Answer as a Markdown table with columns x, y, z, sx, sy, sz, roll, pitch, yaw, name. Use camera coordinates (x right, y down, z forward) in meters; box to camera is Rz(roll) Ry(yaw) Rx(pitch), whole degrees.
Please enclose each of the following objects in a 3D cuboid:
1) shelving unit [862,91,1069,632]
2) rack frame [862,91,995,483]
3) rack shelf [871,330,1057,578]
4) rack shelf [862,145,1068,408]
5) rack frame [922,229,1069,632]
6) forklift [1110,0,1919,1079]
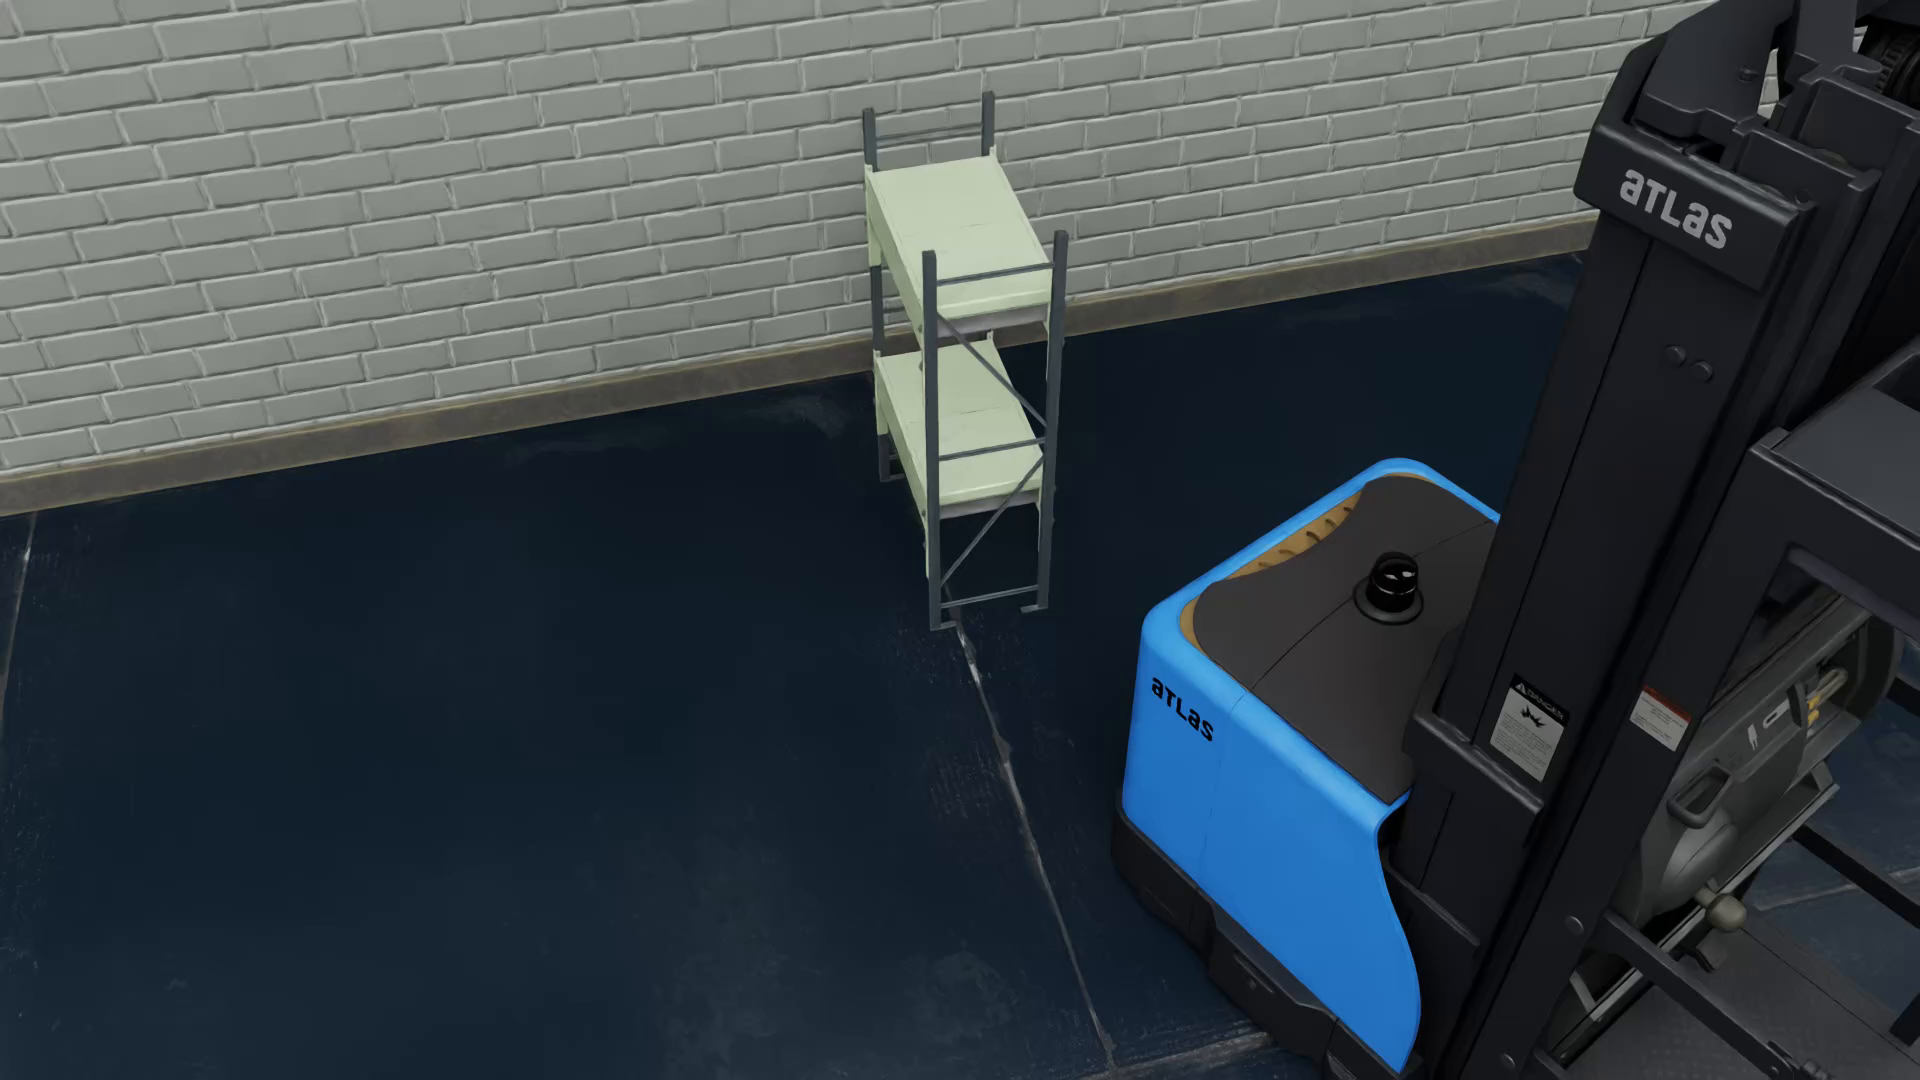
| x | y | z | sx | sy | sz | roll | pitch | yaw | name |
| --- | --- | --- | --- | --- | --- | --- | --- | --- | --- |
| 0.002 | -0.520 | 5.210 | 0.431 | 1.500 | 0.755 | -11 | 47 | -10 | shelving unit |
| -0.092 | -0.773 | 5.457 | 0.400 | 1.500 | 0.023 | -11 | 47 | -10 | rack frame |
| 0.002 | -0.292 | 5.443 | 0.431 | 0.370 | 0.720 | -11 | 47 | -10 | rack shelf |
| 0.002 | -0.793 | 4.931 | 0.431 | 0.370 | 0.720 | -11 | 47 | -10 | rack shelf |
| 0.095 | -0.268 | 4.962 | 0.400 | 1.500 | 0.023 | -11 | 47 | -10 | rack frame |
| 1.749 | 0.512 | 3.196 | 1.130 | 2.935 | 3.031 | -30 | 53 | -26 | forklift |
